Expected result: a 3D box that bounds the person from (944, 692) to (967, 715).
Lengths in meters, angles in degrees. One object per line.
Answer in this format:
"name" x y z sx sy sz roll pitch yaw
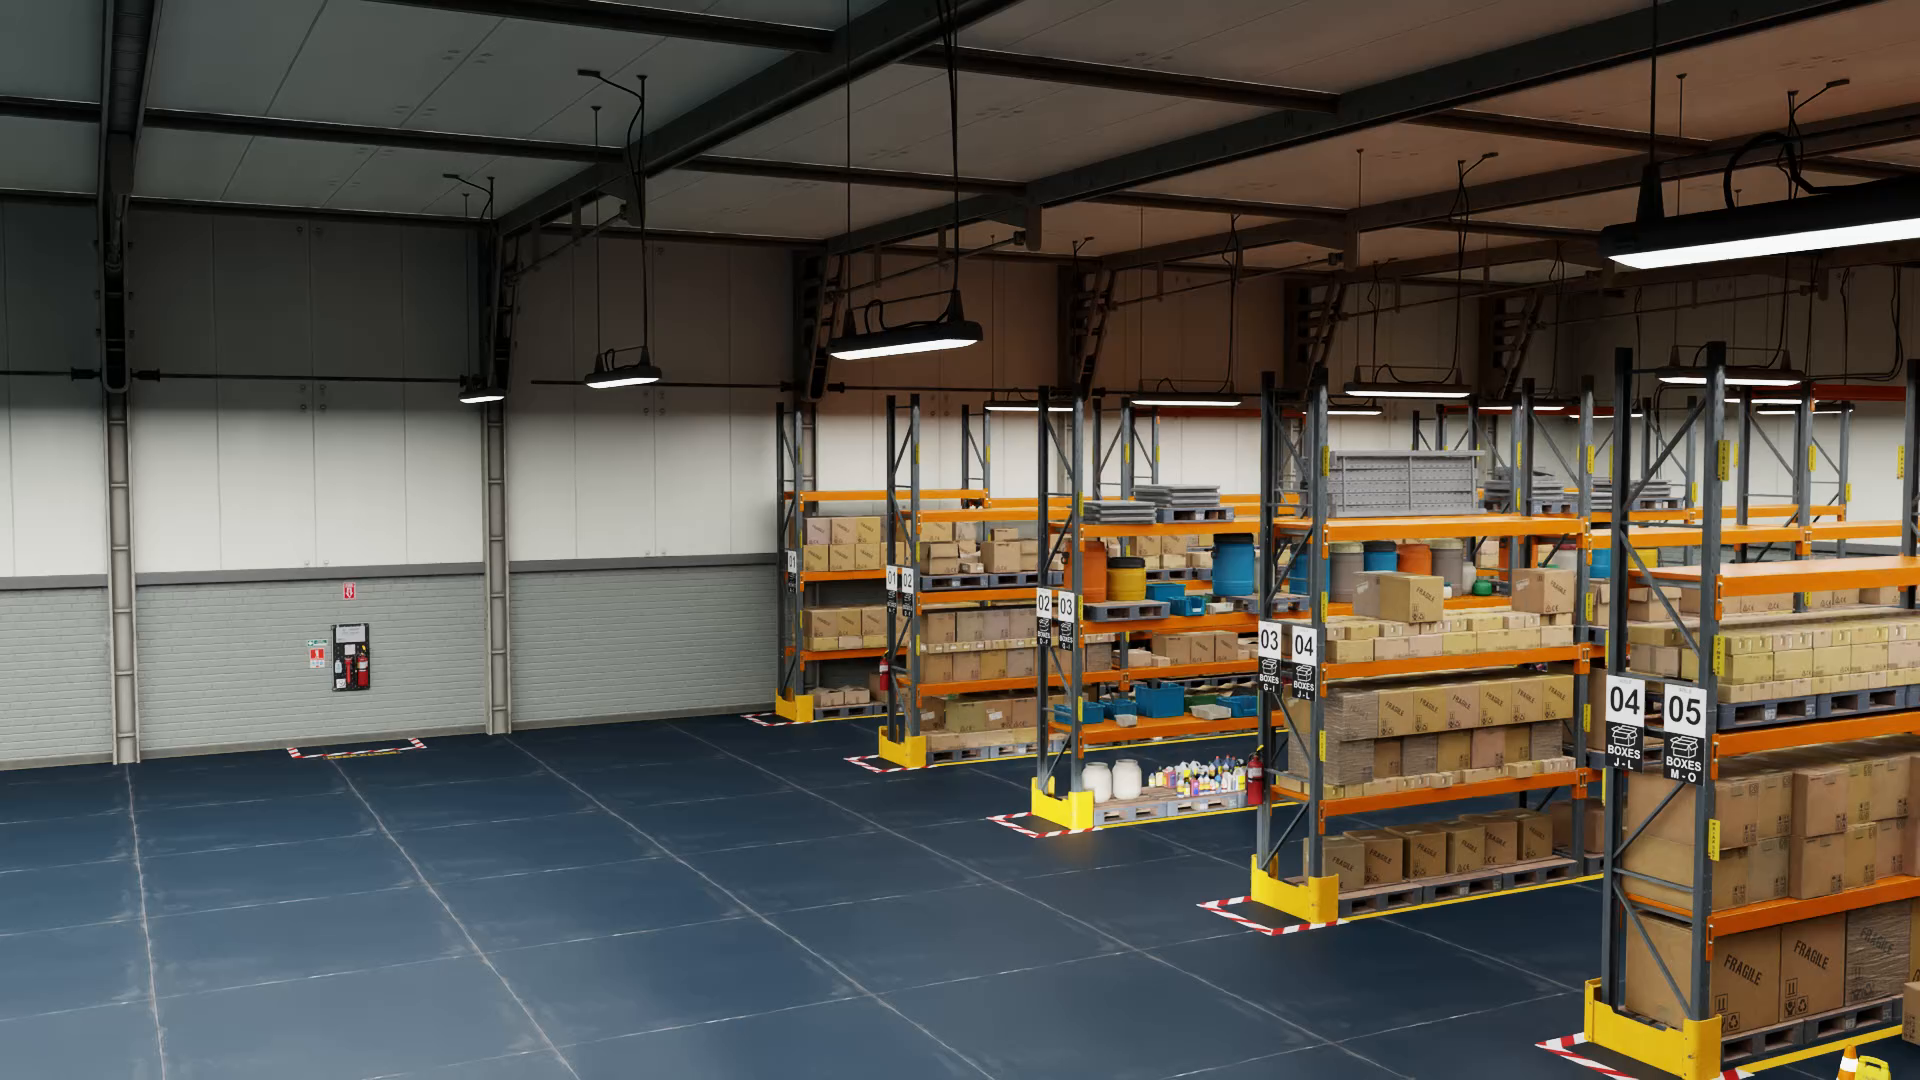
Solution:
"person" 0.055 2.648 29.571 0.796 1.698 0.592 -1 3 -13
